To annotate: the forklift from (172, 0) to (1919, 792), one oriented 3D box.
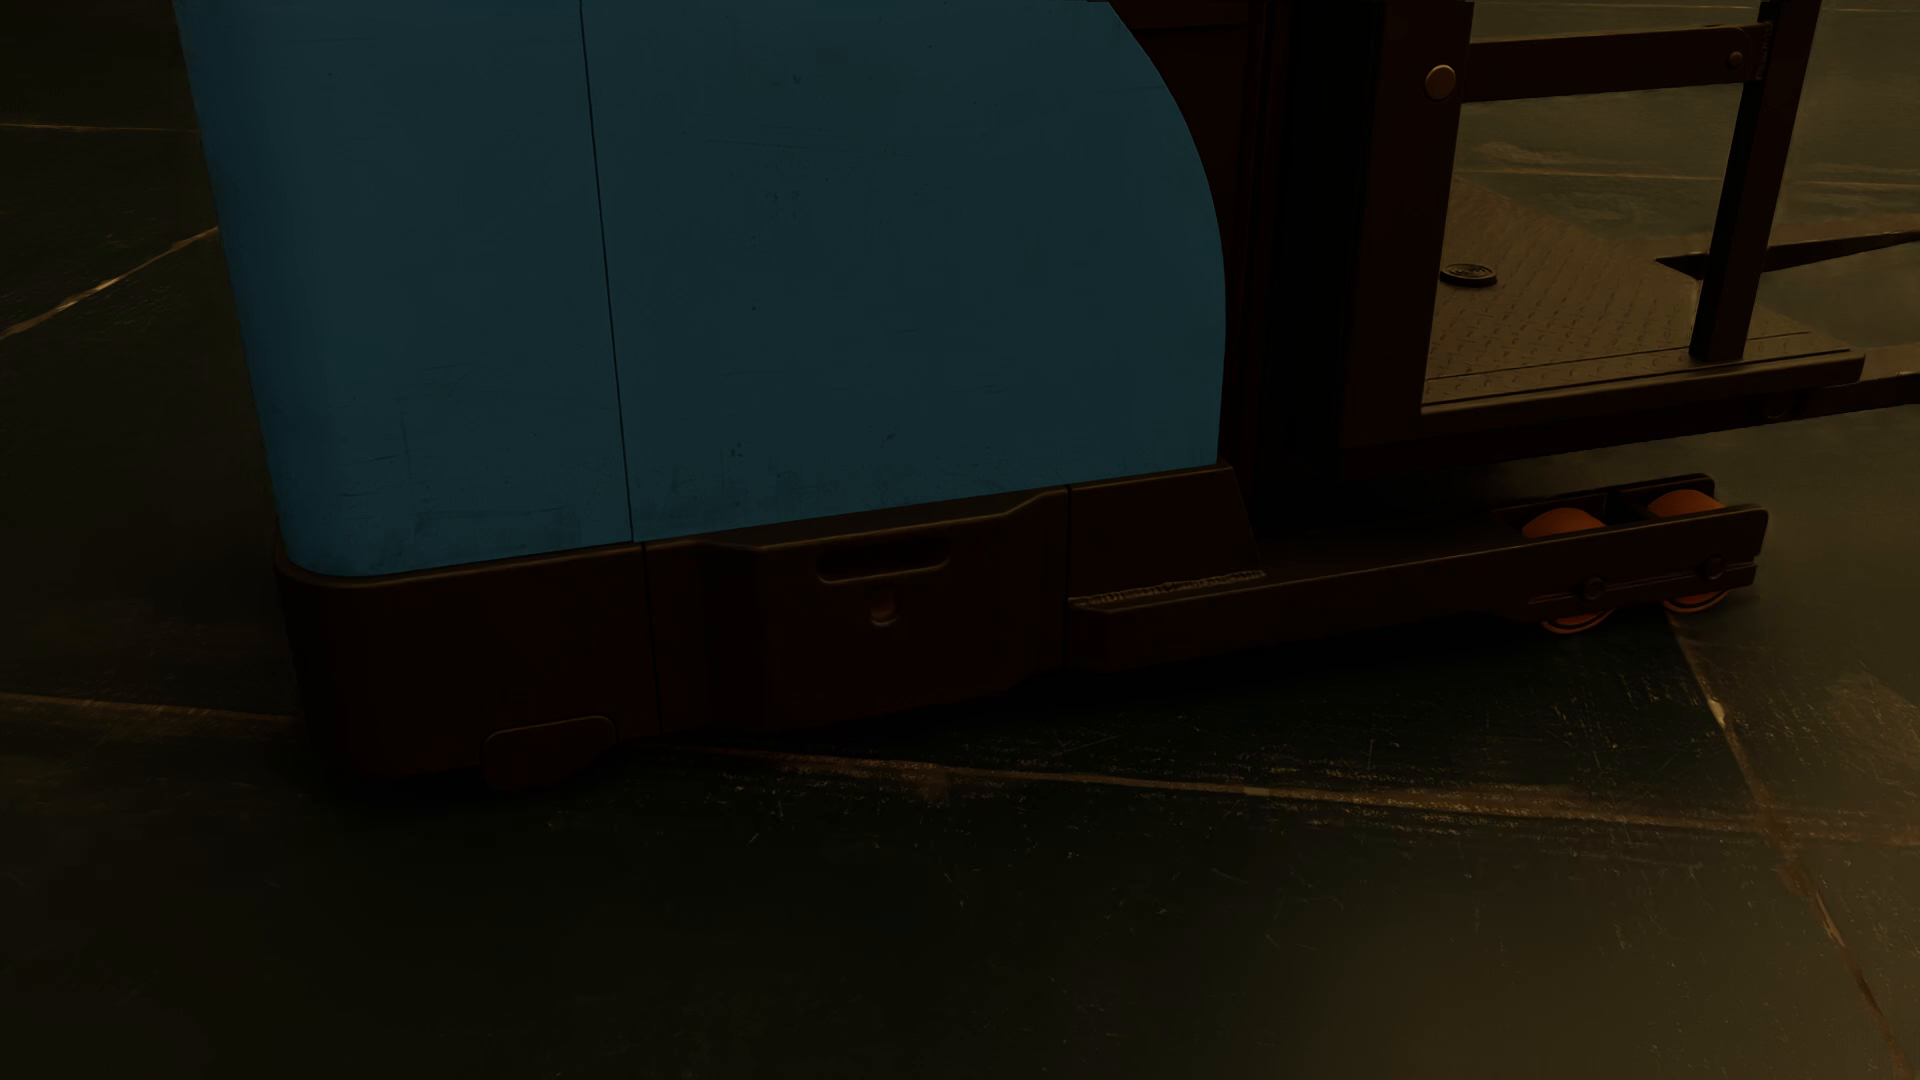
[{"bbox_3d":[0.583,-1.401,2.026,3.031,2.935,1.130,-8,28,-16],"label":"forklift"}]
